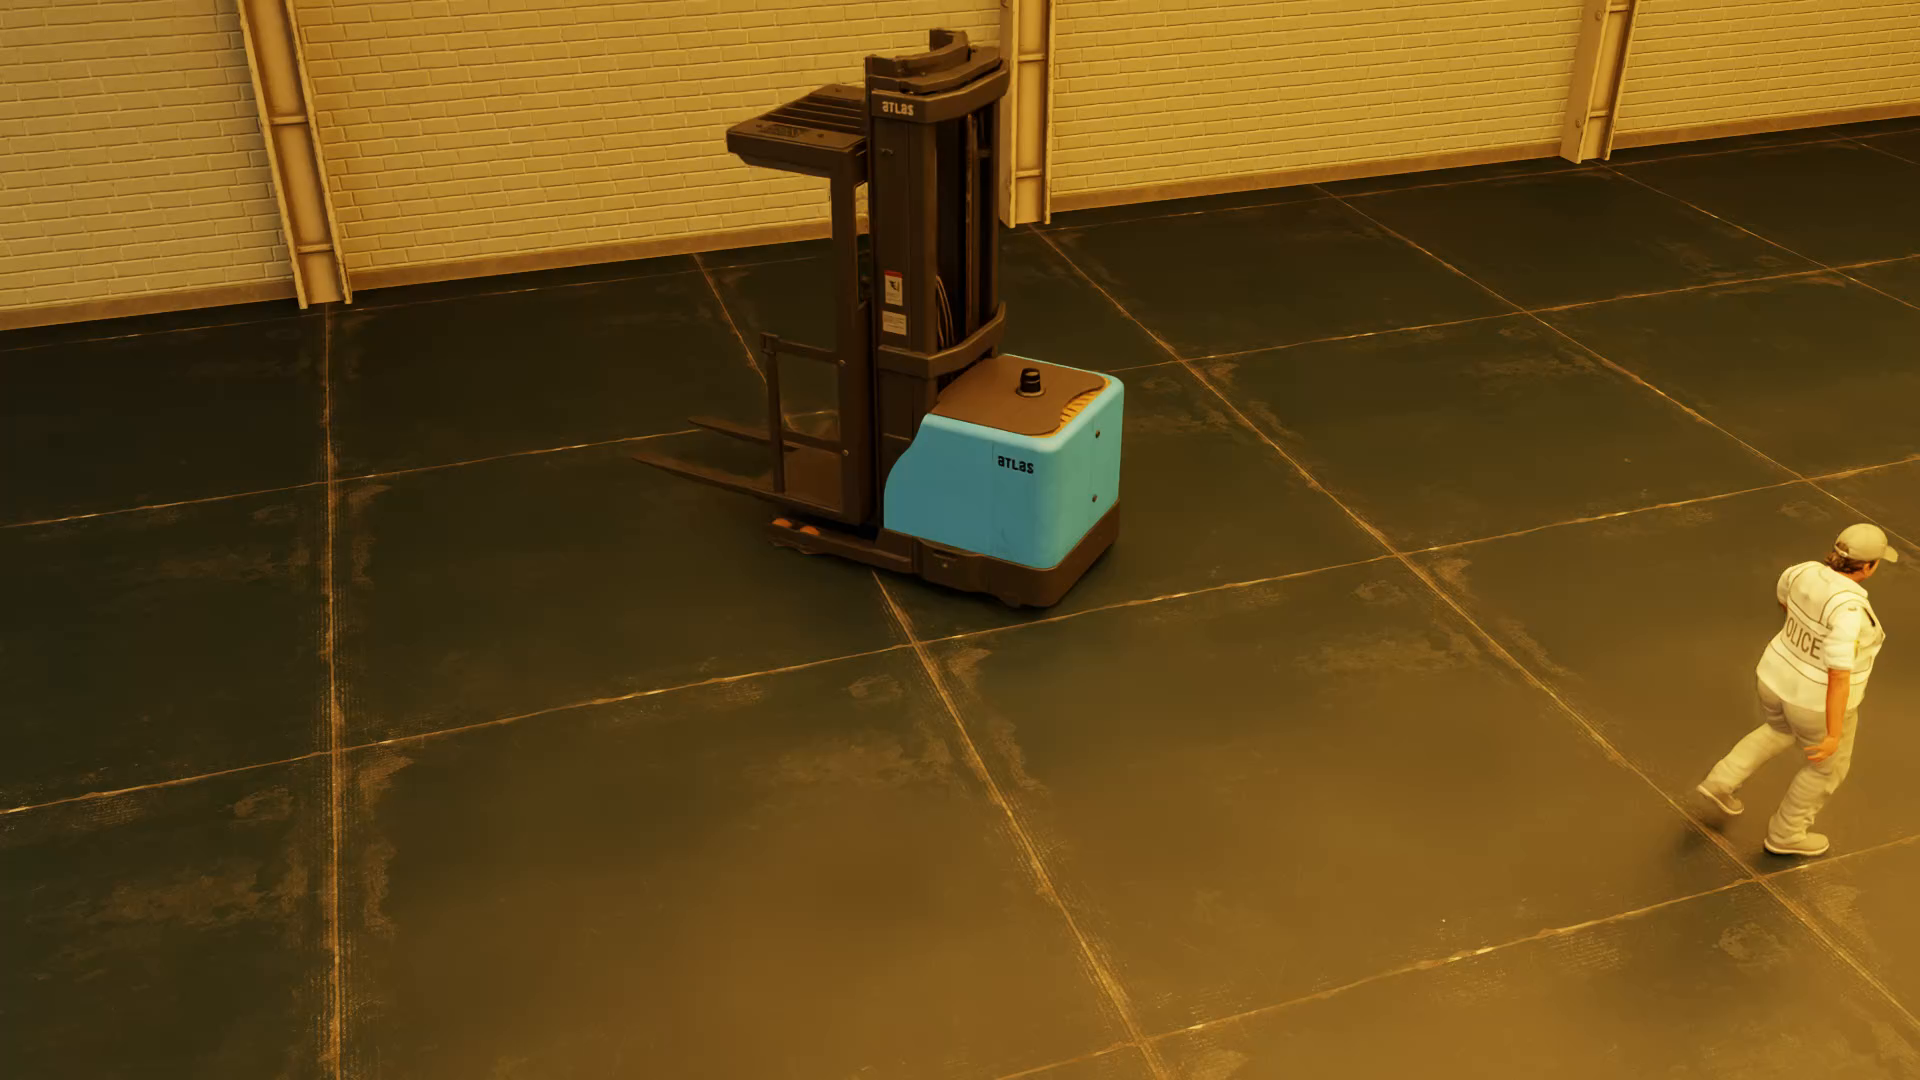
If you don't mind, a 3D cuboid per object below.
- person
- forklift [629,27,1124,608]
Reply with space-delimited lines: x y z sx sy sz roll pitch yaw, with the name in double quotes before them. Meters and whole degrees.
"person" 3.689 0.658 7.240 0.539 1.646 0.720 -6 30 -10
"forklift" -0.597 -1.400 9.521 3.031 2.935 1.130 15 33 24
